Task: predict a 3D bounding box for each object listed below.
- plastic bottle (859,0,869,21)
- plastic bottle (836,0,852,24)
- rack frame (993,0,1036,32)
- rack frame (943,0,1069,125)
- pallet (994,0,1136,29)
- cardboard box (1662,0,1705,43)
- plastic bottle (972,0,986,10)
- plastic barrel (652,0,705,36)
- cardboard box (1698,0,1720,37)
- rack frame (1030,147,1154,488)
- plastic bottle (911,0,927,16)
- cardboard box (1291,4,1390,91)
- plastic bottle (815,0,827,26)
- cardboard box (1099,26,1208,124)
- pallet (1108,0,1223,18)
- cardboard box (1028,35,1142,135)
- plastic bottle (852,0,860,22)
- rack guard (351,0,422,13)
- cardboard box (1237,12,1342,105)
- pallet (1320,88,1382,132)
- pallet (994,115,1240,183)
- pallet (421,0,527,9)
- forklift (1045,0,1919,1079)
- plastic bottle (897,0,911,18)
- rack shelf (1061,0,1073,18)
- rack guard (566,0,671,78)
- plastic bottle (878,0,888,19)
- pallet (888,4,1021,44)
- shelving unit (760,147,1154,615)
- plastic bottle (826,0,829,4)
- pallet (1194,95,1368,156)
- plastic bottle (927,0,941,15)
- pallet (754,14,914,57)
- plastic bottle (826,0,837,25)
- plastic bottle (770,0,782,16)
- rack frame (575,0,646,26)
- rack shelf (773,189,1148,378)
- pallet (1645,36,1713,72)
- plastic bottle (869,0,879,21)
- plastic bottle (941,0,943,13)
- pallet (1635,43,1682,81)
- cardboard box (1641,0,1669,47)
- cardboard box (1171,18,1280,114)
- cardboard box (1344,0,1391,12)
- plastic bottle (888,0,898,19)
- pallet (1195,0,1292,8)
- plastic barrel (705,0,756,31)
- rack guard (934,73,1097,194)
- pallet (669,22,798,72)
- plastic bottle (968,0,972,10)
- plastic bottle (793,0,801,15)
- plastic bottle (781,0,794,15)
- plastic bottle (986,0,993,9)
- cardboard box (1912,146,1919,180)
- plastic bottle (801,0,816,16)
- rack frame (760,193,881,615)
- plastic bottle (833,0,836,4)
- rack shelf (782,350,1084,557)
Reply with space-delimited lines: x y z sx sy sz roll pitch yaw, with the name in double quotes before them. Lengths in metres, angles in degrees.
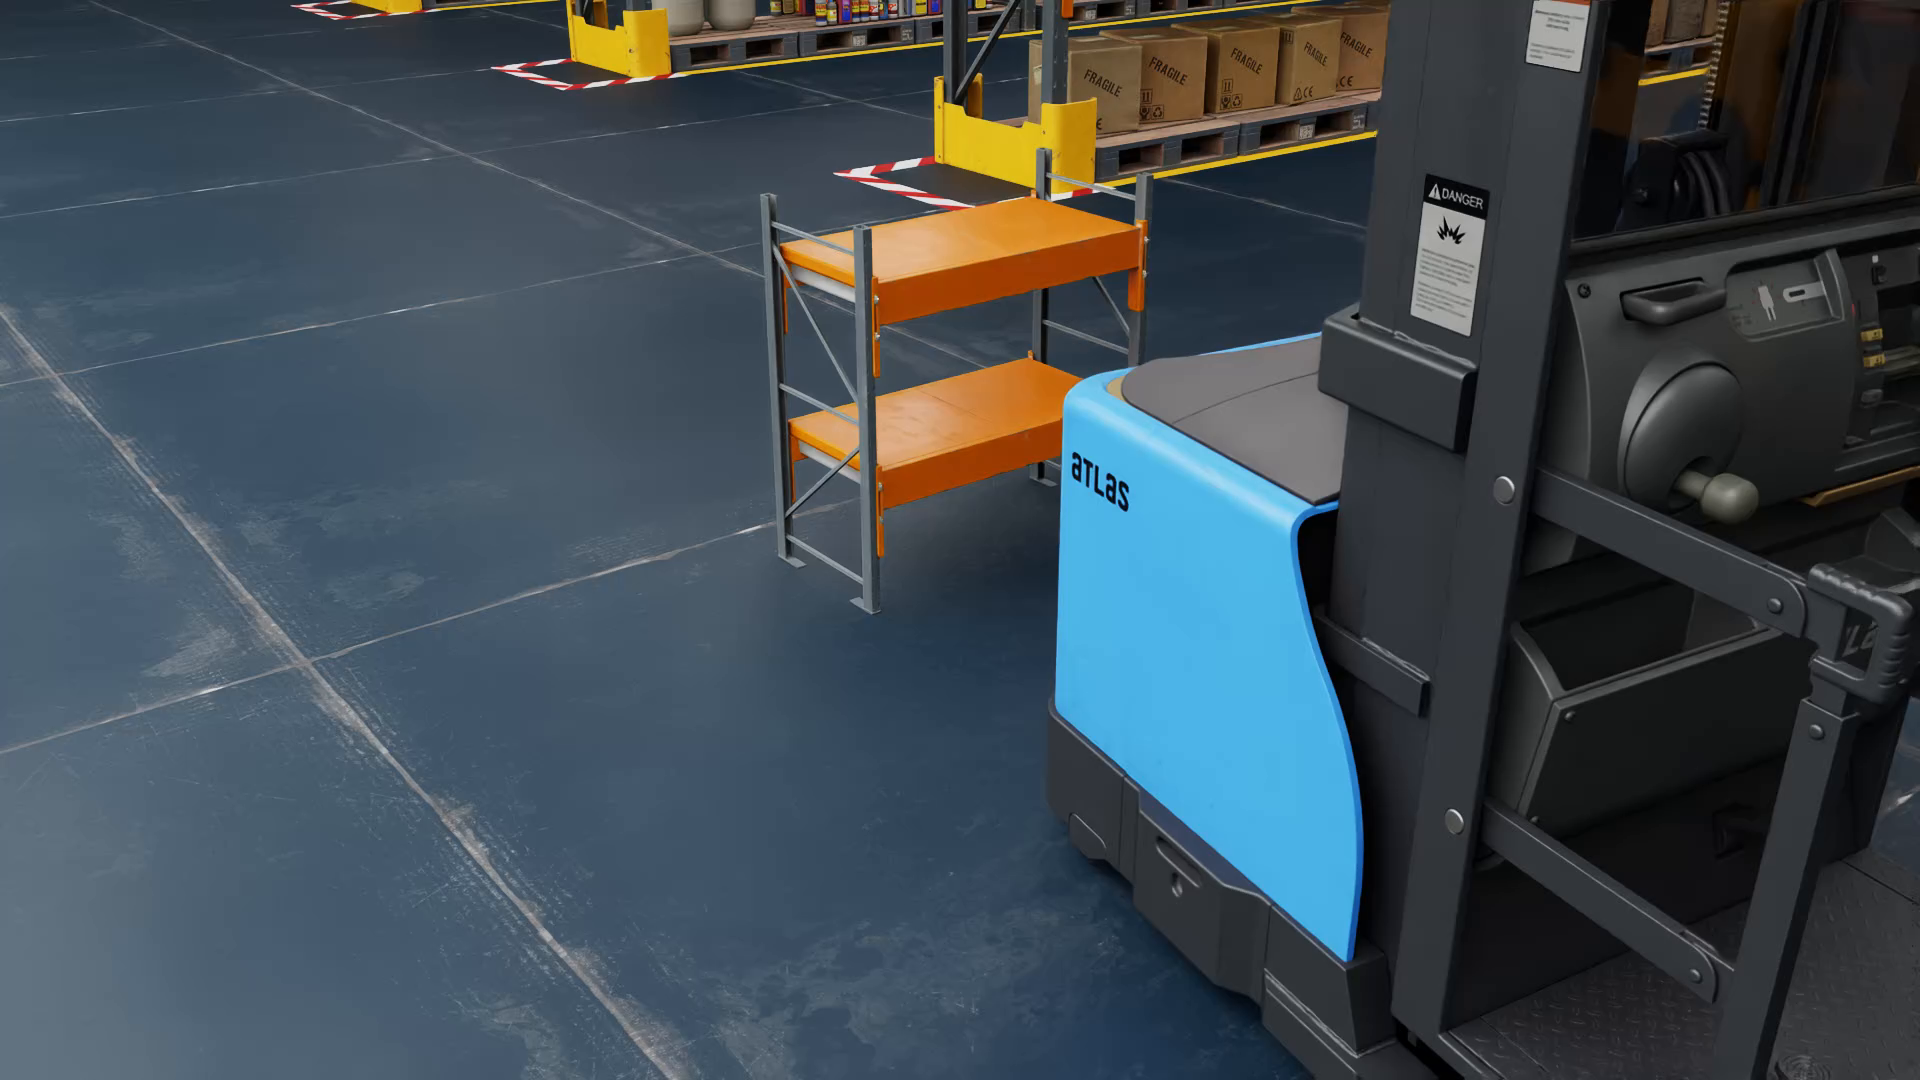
"plastic bottle" -0.836 -4.637 14.396 0.097 0.271 0.097 0 25 0
"plastic bottle" -0.995 -4.580 14.260 0.133 0.283 0.061 -18 30 -33
"rack frame" 0.344 -6.231 15.113 0.127 3.000 1.000 -18 31 -34
"rack frame" 0.253 -3.551 9.339 0.127 3.000 1.000 -18 31 -34
"pallet" 0.938 -5.183 16.168 1.213 0.211 1.003 -18 31 -34
"cardboard box" 5.605 -4.366 13.542 0.500 0.500 0.700 -21 32 -38
"plastic bottle" 0.169 -4.964 15.088 0.133 0.283 0.061 -17 30 -32
"plastic barrel" -2.333 -4.451 13.733 0.421 0.512 0.421 0 25 0
"cardboard box" 6.033 -4.515 13.861 0.500 0.500 0.700 -20 32 -37
"rack frame" 0.405 -0.644 5.302 0.032 1.125 0.500 -18 31 -34
"plastic bottle" -0.390 -4.833 14.724 0.185 0.351 0.144 -18 31 -34
"cardboard box" 2.615 -3.405 11.495 0.500 0.500 0.500 -9 26 -18
"plastic bottle" -1.184 -4.522 14.149 0.097 0.271 0.097 0 25 0
"cardboard box" 1.204 -2.931 10.474 0.500 0.500 0.500 -10 27 -21
"pallet" 1.899 -5.502 16.854 1.213 0.211 1.003 -18 31 -34
"cardboard box" 0.755 -2.765 10.115 0.500 0.500 0.500 -12 28 -25
"plastic bottle" -0.915 -4.611 14.340 0.097 0.271 0.097 0 25 0
"rack guard" -5.876 -5.694 16.925 0.348 0.500 1.175 -18 31 -34
"cardboard box" 2.175 -3.218 11.091 0.500 0.500 0.500 -22 33 -38
"pallet" 2.894 -3.139 11.764 1.213 0.211 1.003 -18 31 -34
"pallet" 0.974 -2.506 10.398 1.213 0.211 1.003 -18 31 -34
"pallet" -5.281 -5.782 17.457 1.213 0.211 1.003 -18 31 -34
"forklift" 1.341 -0.240 2.286 1.130 2.935 3.031 -13 28 -26
"plastic bottle" -0.520 -4.758 14.652 0.135 0.276 0.152 -18 30 -33
"rack shelf" 1.827 -3.745 10.610 4.000 0.370 1.077 -18 31 -34
"rack guard" -2.773 -4.094 13.477 0.348 0.500 1.175 -18 31 -34
"plastic bottle" -0.677 -4.690 14.510 0.097 0.271 0.097 0 25 0
"pallet" -0.210 -4.806 15.354 1.213 0.211 1.003 -18 31 -34
"shelving unit" 0.005 -0.512 5.017 1.048 1.125 0.538 -18 31 -34
"plastic bottle" -1.213 -4.801 14.832 0.097 0.201 0.097 0 25 0
"pallet" 1.933 -2.821 11.077 1.213 0.211 1.003 -18 31 -34
"plastic bottle" -0.238 -4.830 14.798 0.133 0.283 0.061 -16 29 -31
"pallet" -1.171 -4.487 14.668 1.213 0.211 1.003 -18 31 -34
"plastic bottle" -1.103 -4.517 14.221 0.097 0.201 0.097 0 25 0
"plastic bottle" -1.629 -4.745 14.712 0.097 0.201 0.097 0 25 0
"rack frame" -2.803 -5.192 12.875 0.127 3.000 1.000 -18 31 -34
"rack shelf" 0.005 -0.777 4.894 1.000 0.278 0.538 -18 31 -34
"pallet" 5.932 -4.162 13.968 1.213 0.211 1.003 -18 31 -34
"plastic bottle" -0.758 -4.631 14.467 0.097 0.201 0.097 0 25 0
"plastic bottle" -0.136 -4.917 14.905 0.185 0.351 0.144 -20 32 -37
"pallet" 4.973 -3.847 13.289 1.213 0.211 1.003 -18 31 -34
"cardboard box" 5.163 -4.217 13.219 0.500 0.500 0.700 -15 29 -30
"cardboard box" 1.708 -3.088 10.810 0.500 0.500 0.500 -15 29 -29
"cardboard box" 3.061 -3.557 11.821 0.500 0.500 0.500 -19 31 -36
"plastic bottle" -0.596 -4.684 14.582 0.097 0.201 0.097 0 25 0
"pallet" 2.858 -5.817 17.533 1.213 0.211 1.003 -18 31 -34
"plastic barrel" -1.938 -4.581 14.013 0.421 0.512 0.421 0 25 0
"rack guard" 0.313 -2.437 9.908 0.348 0.500 1.175 -18 31 -34
"pallet" -2.130 -4.172 13.989 1.213 0.211 1.003 -18 31 -34
"plastic bottle" 0.015 -4.967 15.012 0.185 0.351 0.144 -19 31 -35
"plastic bottle" -1.414 -4.835 14.818 0.135 0.276 0.152 -18 30 -34
"plastic bottle" -1.548 -4.818 14.773 0.133 0.283 0.061 -17 30 -33
"plastic bottle" 0.251 -4.964 15.184 0.097 0.201 0.097 0 25 0
"cardboard box" 3.727 -1.307 6.528 0.875 0.875 0.875 -18 30 -34
"plastic bottle" -1.347 -4.803 14.740 0.133 0.283 0.061 -18 31 -34
"rack frame" -0.395 -0.380 4.732 0.032 1.125 0.500 -18 31 -34
"plastic bottle" -1.176 -4.949 14.975 0.185 0.351 0.144 -17 30 -32
"rack shelf" 0.005 -0.290 5.120 1.000 0.278 0.538 -18 31 -34
